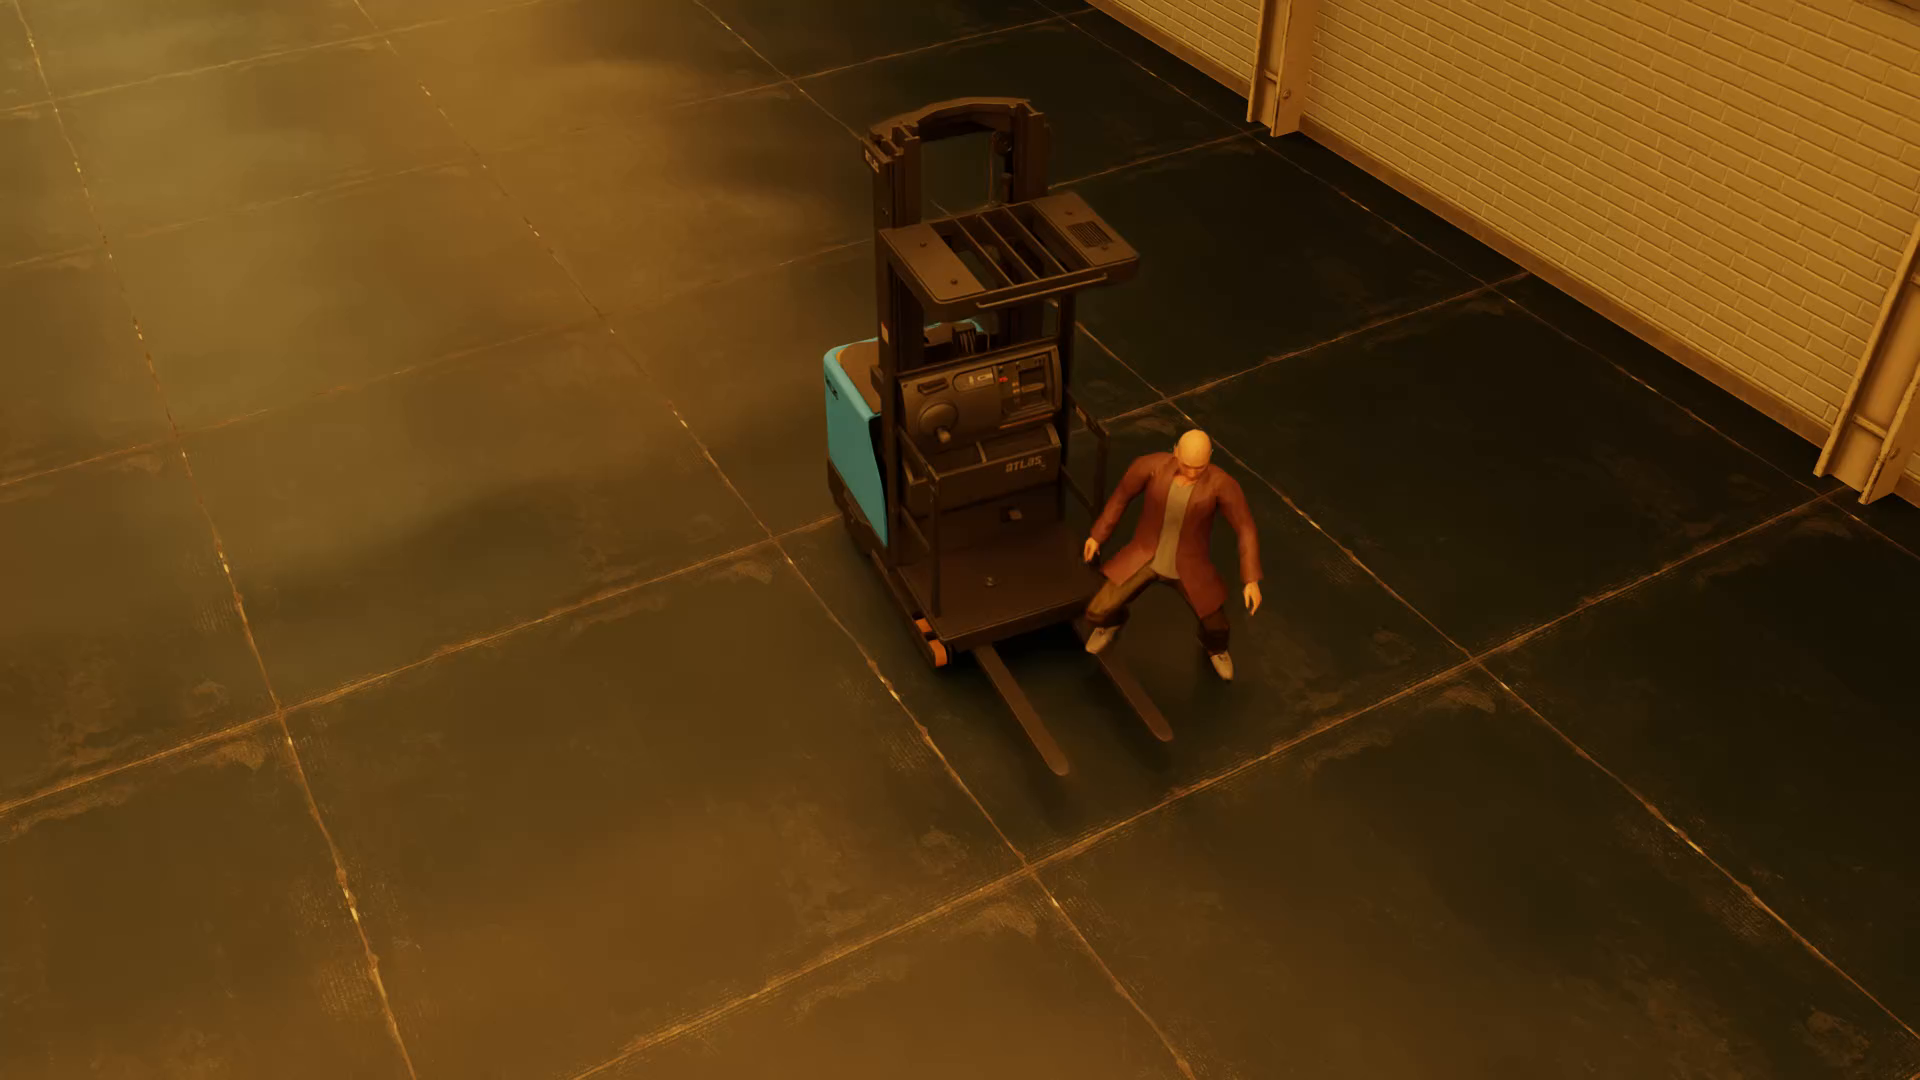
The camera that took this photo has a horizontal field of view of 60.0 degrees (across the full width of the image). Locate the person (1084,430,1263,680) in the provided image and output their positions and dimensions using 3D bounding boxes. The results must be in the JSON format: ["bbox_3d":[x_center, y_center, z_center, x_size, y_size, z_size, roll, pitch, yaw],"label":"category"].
[{"bbox_3d":[1.149,0.108,8.913,0.990,1.681,0.709,12,41,14],"label":"person"}]

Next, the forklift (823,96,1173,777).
[{"bbox_3d":[0.210,-0.715,8.899,1.130,2.935,3.031,-16,42,-18],"label":"forklift"}]
